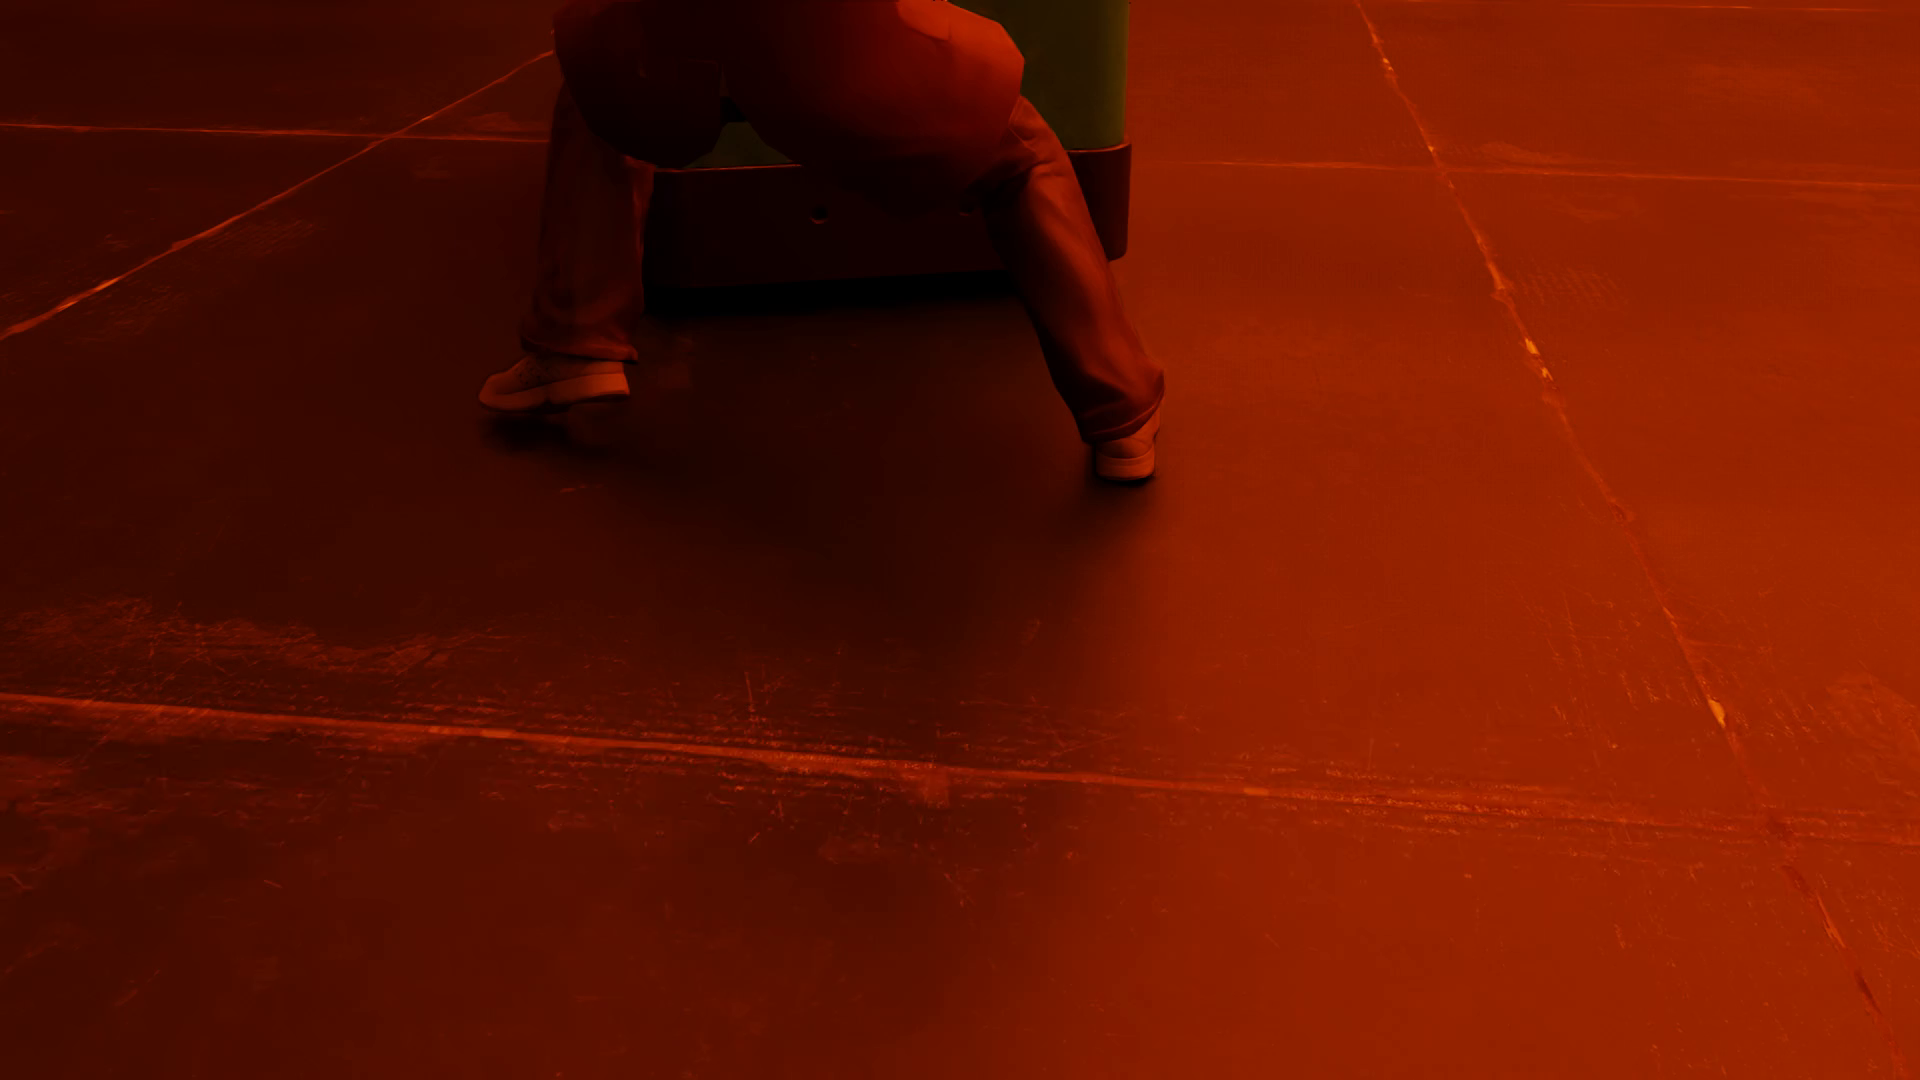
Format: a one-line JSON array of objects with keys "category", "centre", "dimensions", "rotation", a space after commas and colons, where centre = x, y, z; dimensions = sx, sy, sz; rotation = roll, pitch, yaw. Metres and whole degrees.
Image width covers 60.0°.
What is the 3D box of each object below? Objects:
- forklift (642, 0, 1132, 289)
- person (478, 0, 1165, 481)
[{"category": "forklift", "centre": [-0.435, -2.453, 4.133], "dimensions": [1.130, 2.935, 3.031], "rotation": [-5, 27, -10]}, {"category": "person", "centre": [-0.251, -0.864, 2.512], "dimensions": [1.177, 1.534, 0.739], "rotation": [8, 28, 16]}]
